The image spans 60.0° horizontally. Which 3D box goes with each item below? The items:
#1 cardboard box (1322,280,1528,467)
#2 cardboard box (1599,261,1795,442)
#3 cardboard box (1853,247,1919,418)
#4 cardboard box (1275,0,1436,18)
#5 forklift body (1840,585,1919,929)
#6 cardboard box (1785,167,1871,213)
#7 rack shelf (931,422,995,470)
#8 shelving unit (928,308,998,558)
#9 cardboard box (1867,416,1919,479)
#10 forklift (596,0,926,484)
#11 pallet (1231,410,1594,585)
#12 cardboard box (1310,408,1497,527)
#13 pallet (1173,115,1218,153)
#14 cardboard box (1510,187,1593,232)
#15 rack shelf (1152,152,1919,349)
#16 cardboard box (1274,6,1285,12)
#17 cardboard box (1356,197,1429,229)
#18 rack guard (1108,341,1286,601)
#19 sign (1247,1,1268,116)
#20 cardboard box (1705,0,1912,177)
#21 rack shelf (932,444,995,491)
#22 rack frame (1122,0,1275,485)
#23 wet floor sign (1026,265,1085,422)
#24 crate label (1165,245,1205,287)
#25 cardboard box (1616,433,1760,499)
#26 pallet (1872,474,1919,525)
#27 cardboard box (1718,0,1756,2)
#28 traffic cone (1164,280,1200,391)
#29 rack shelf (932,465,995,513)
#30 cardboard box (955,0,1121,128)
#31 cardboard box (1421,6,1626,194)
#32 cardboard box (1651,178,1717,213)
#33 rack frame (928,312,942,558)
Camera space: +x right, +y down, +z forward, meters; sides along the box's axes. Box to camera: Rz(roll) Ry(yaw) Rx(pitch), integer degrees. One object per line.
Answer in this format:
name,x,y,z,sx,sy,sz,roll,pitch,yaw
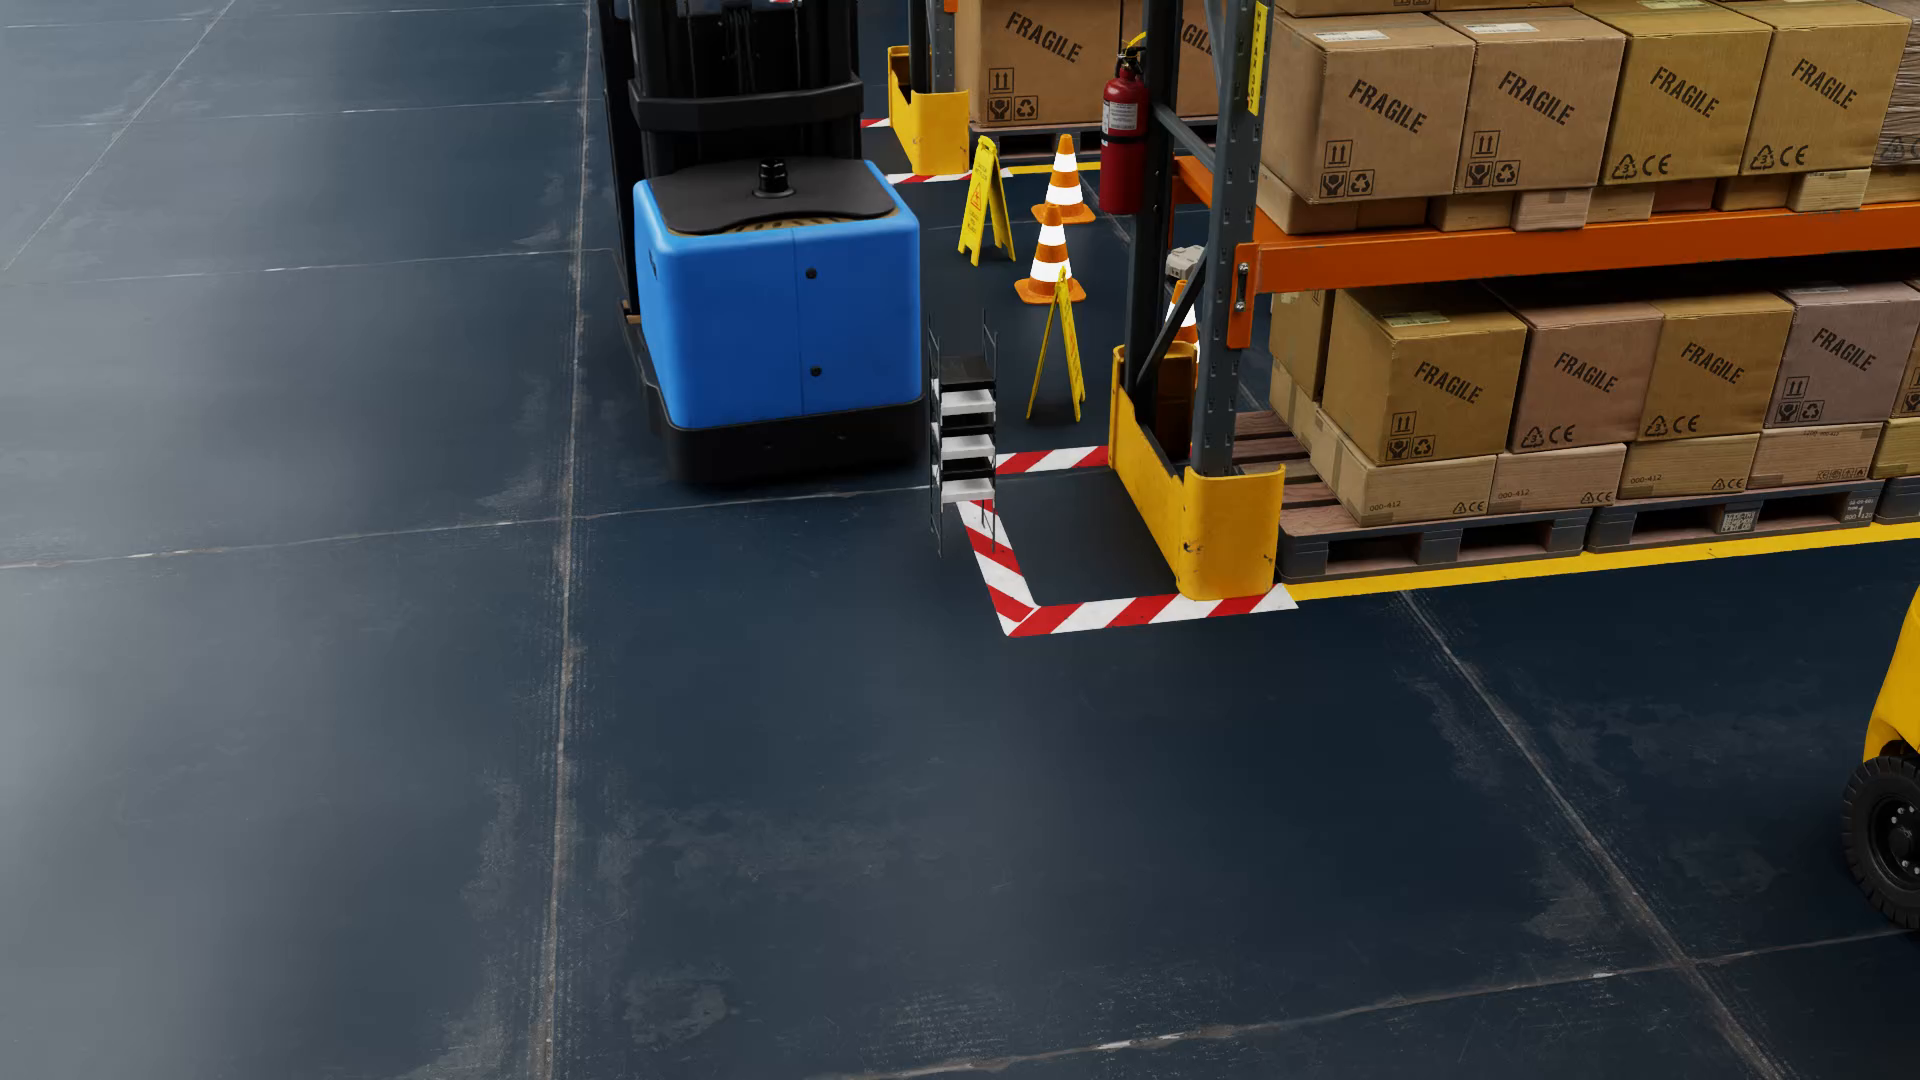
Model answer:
cardboard box,1.674,-0.624,6.051,0.500,0.500,0.500,-6,31,-11
cardboard box,2.682,-0.715,6.207,0.500,0.500,0.500,-5,31,-8
cardboard box,3.708,-0.815,6.378,0.500,0.500,0.500,-5,31,-8
cardboard box,1.270,-2.124,5.666,0.500,0.500,0.700,-6,31,-10
forklift body,3.242,0.391,3.604,1.214,2.155,2.313,-5,31,-9
cardboard box,2.978,-1.297,5.887,0.250,0.149,0.380,-5,31,-9
rack shelf,0.008,-0.360,6.182,0.200,0.077,0.258,-5,31,-9
shelving unit,0.008,-0.389,6.165,0.210,0.900,0.258,-5,31,-9
cardboard box,3.687,-0.486,6.557,0.500,0.250,0.500,-6,31,-10
forklift,-1.043,-2.222,7.279,1.130,2.935,3.031,-8,31,-14
pallet,1.687,-0.228,6.571,1.213,0.211,1.003,-5,31,-9
cardboard box,1.650,-0.298,6.237,0.500,0.250,0.500,-6,31,-9
pallet,1.786,-2.845,11.021,1.213,0.211,1.003,-5,31,-9
cardboard box,1.958,-1.200,5.721,0.250,0.149,0.380,-5,31,-8
rack shelf,2.774,-1.239,6.249,4.000,0.370,1.077,-5,31,-9
cardboard box,1.291,-1.725,5.973,0.500,0.500,0.500,-6,31,-10
cardboard box,1.424,-1.216,5.748,0.250,0.149,0.380,-5,31,-8
rack guard,0.882,-0.296,6.401,0.348,0.500,1.175,-5,31,-9
sign,0.905,-1.469,5.076,0.005,0.325,0.100,-5,31,-9
cardboard box,2.832,-1.589,5.743,0.500,0.500,0.500,-6,31,-10
rack shelf,0.008,-0.282,6.227,0.200,0.077,0.258,-5,31,-9
rack frame,0.807,-1.366,5.756,0.127,3.000,1.000,-5,31,-9
wet floor sign,0.428,-0.868,7.231,0.232,0.644,0.267,5,31,8
crate label,1.226,-1.440,8.705,0.298,0.136,0.250,-23,38,-34
cardboard box,2.688,-0.397,6.406,0.500,0.250,0.500,-3,31,-6
pallet,4.087,-0.451,6.950,1.213,0.211,1.003,-5,31,-9
cardboard box,2.768,-2.241,5.865,0.500,0.500,0.700,-5,31,-9
traffic cone,0.998,-0.955,7.560,0.334,0.463,0.336,-5,31,-9
rack shelf,0.008,-0.205,6.273,0.200,0.077,0.258,-5,31,-9
cardboard box,0.471,-3.185,10.531,0.875,0.875,0.875,-5,31,-9
cardboard box,1.832,-1.491,5.577,0.500,0.500,0.500,-4,31,-7
cardboard box,2.455,-1.294,5.882,0.250,0.149,0.380,-4,31,-7
rack frame,-0.092,-0.379,6.149,0.006,0.900,0.240,-5,31,-9
